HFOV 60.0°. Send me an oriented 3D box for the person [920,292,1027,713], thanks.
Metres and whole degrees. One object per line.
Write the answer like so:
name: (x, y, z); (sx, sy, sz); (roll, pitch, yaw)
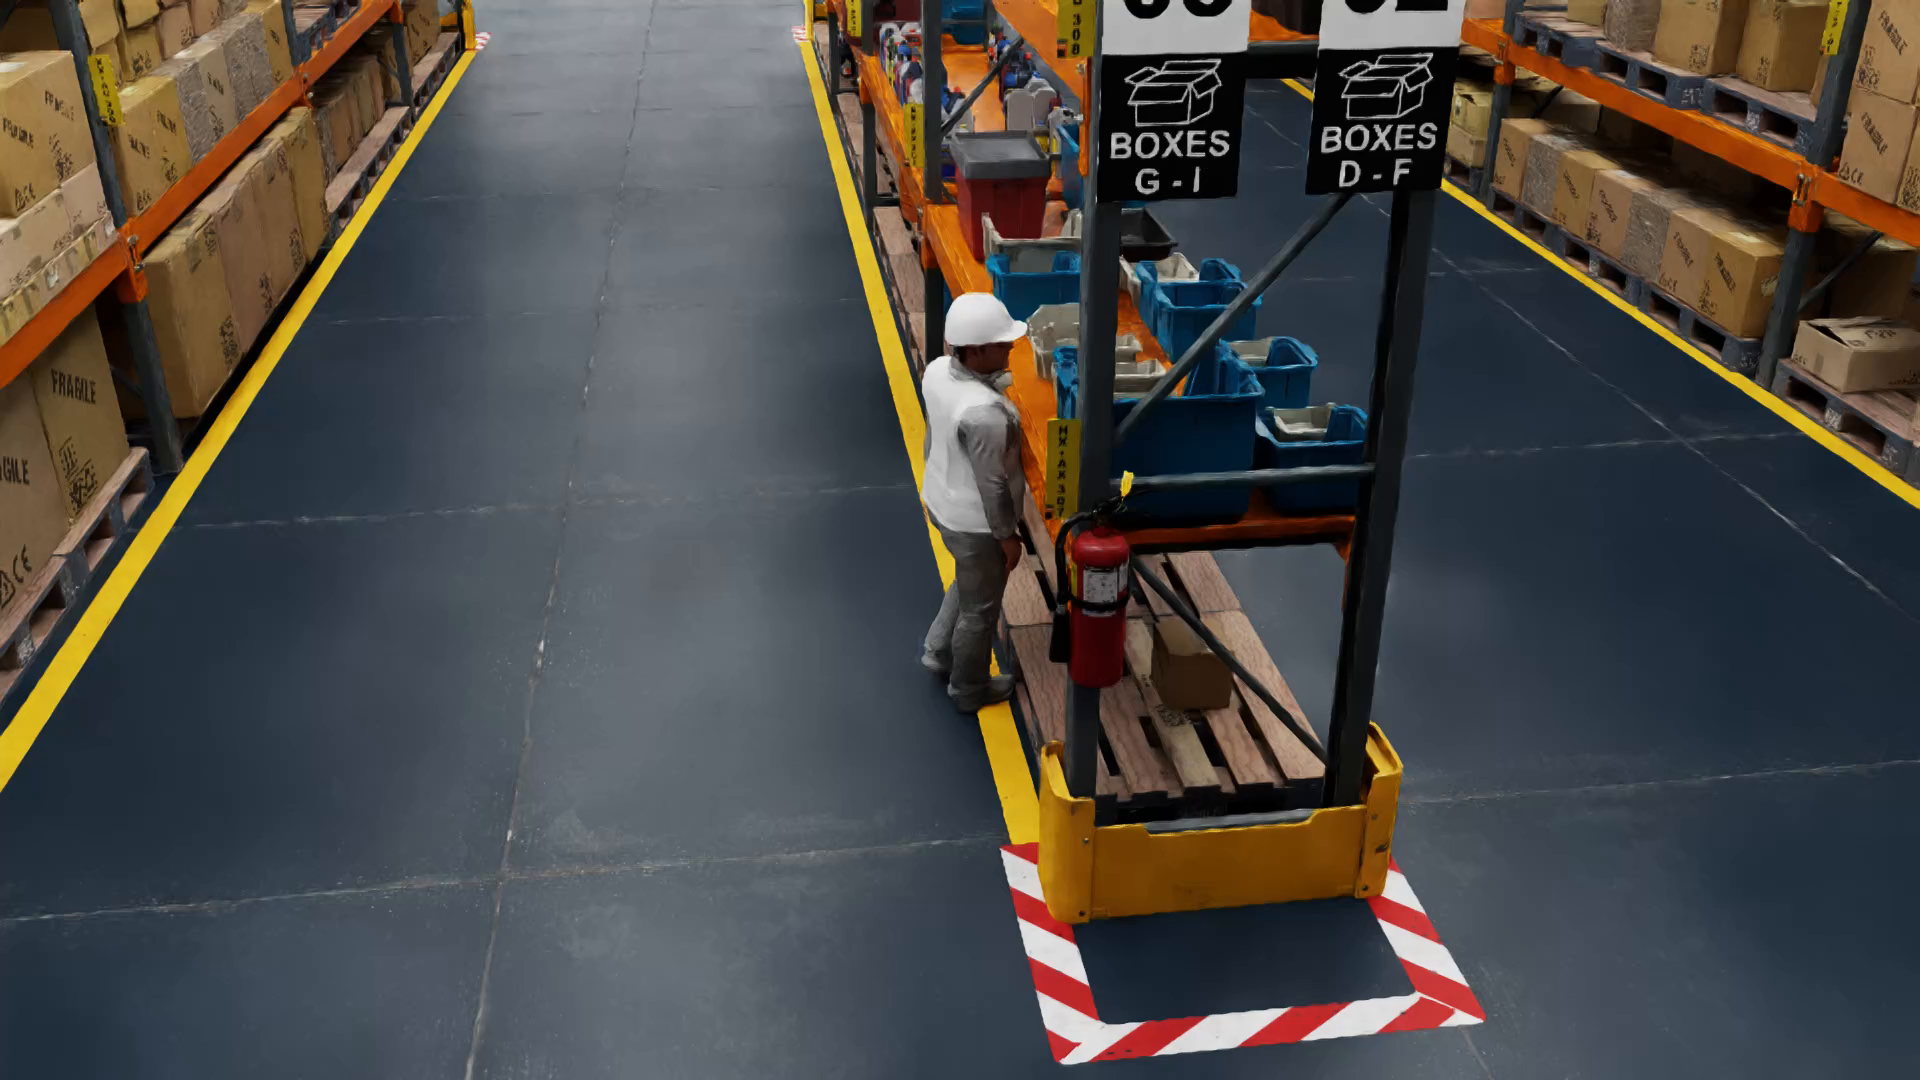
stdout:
person: (0.063, -0.114, 6.340); (0.397, 1.811, 0.662); (-11, 29, -20)
